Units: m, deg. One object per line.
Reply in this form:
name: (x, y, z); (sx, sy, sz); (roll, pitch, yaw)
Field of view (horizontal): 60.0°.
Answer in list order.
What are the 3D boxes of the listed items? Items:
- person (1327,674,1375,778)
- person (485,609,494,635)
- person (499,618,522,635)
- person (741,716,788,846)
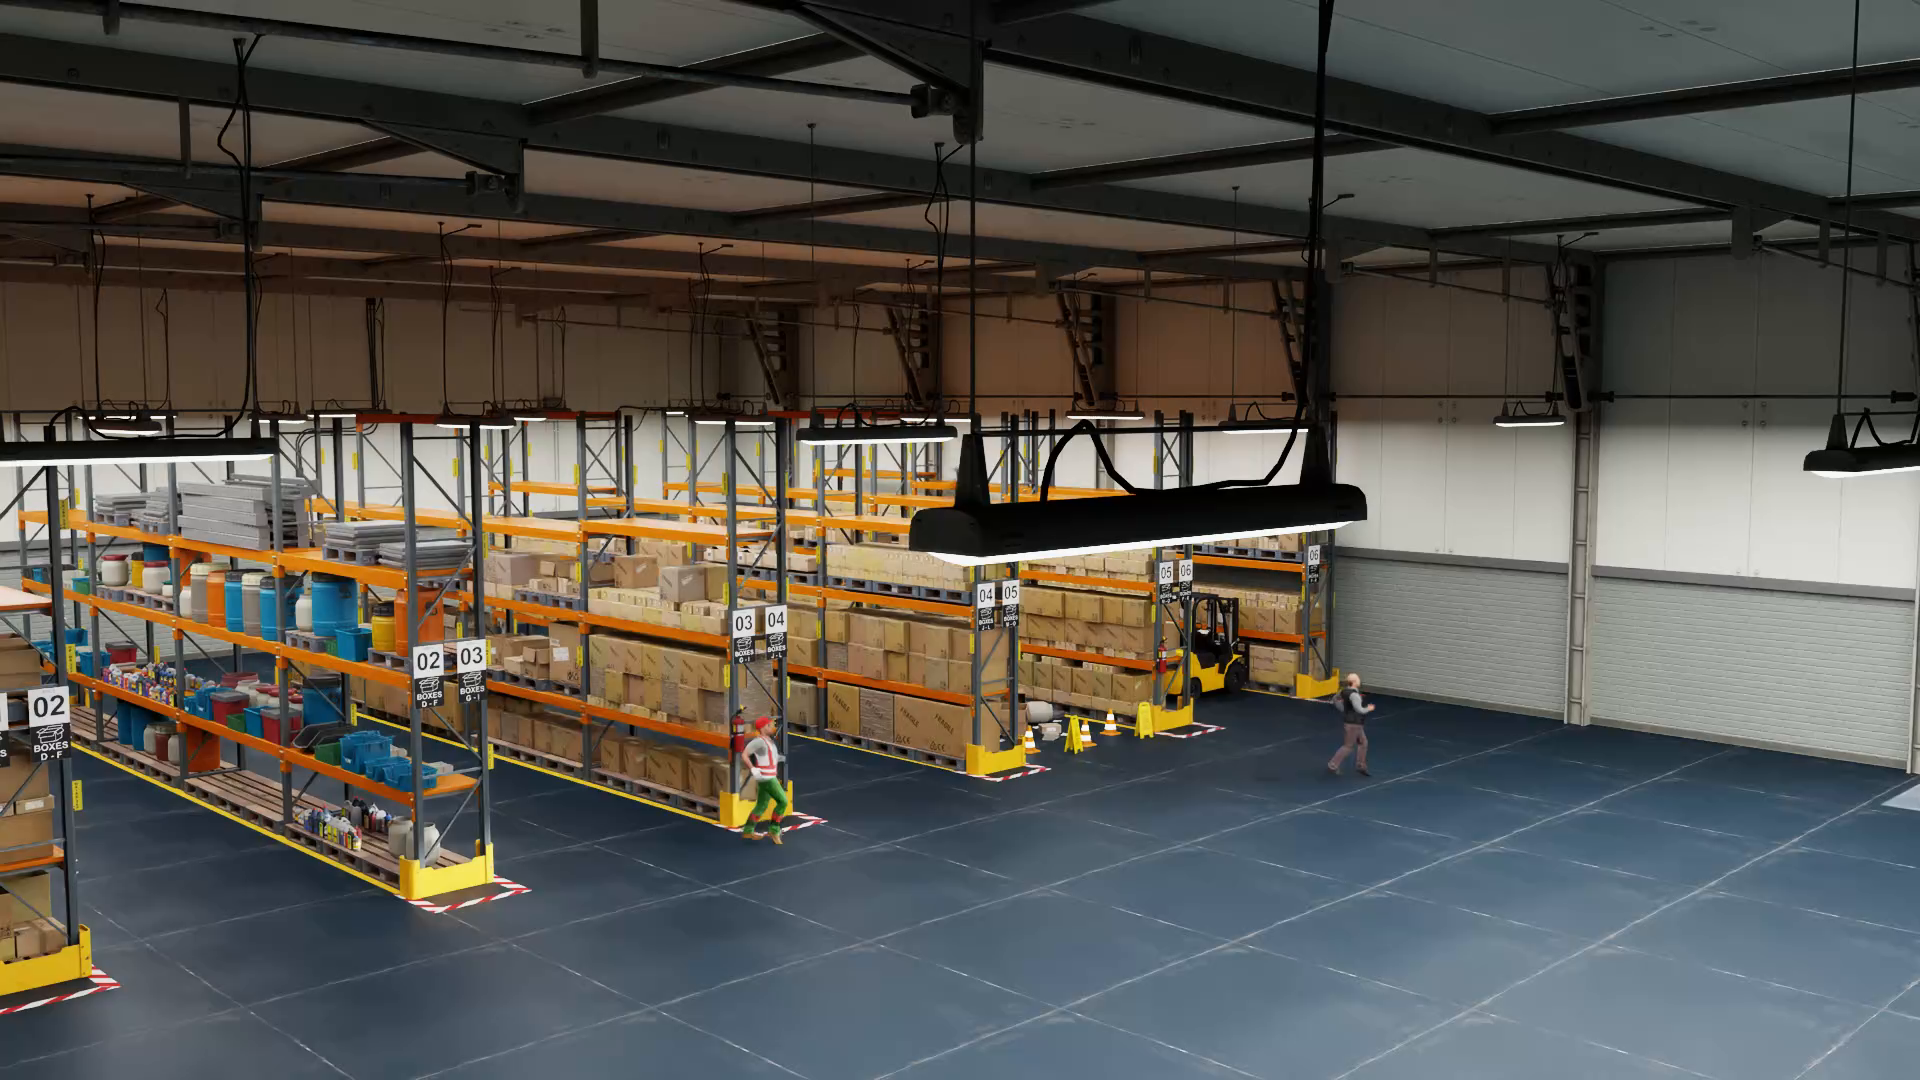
person: (6.450, 3.086, 27.435); (0.791, 1.775, 0.642); (0, 5, 2)
person: (-10.602, 2.314, 36.989); (0.591, 1.629, 0.657); (-5, 7, -44)
person: (-11.068, 2.037, 40.808); (0.551, 1.576, 0.767); (3, 6, 35)
person: (-2.765, 3.414, 23.551); (0.664, 1.830, 0.686); (0, 5, -4)
